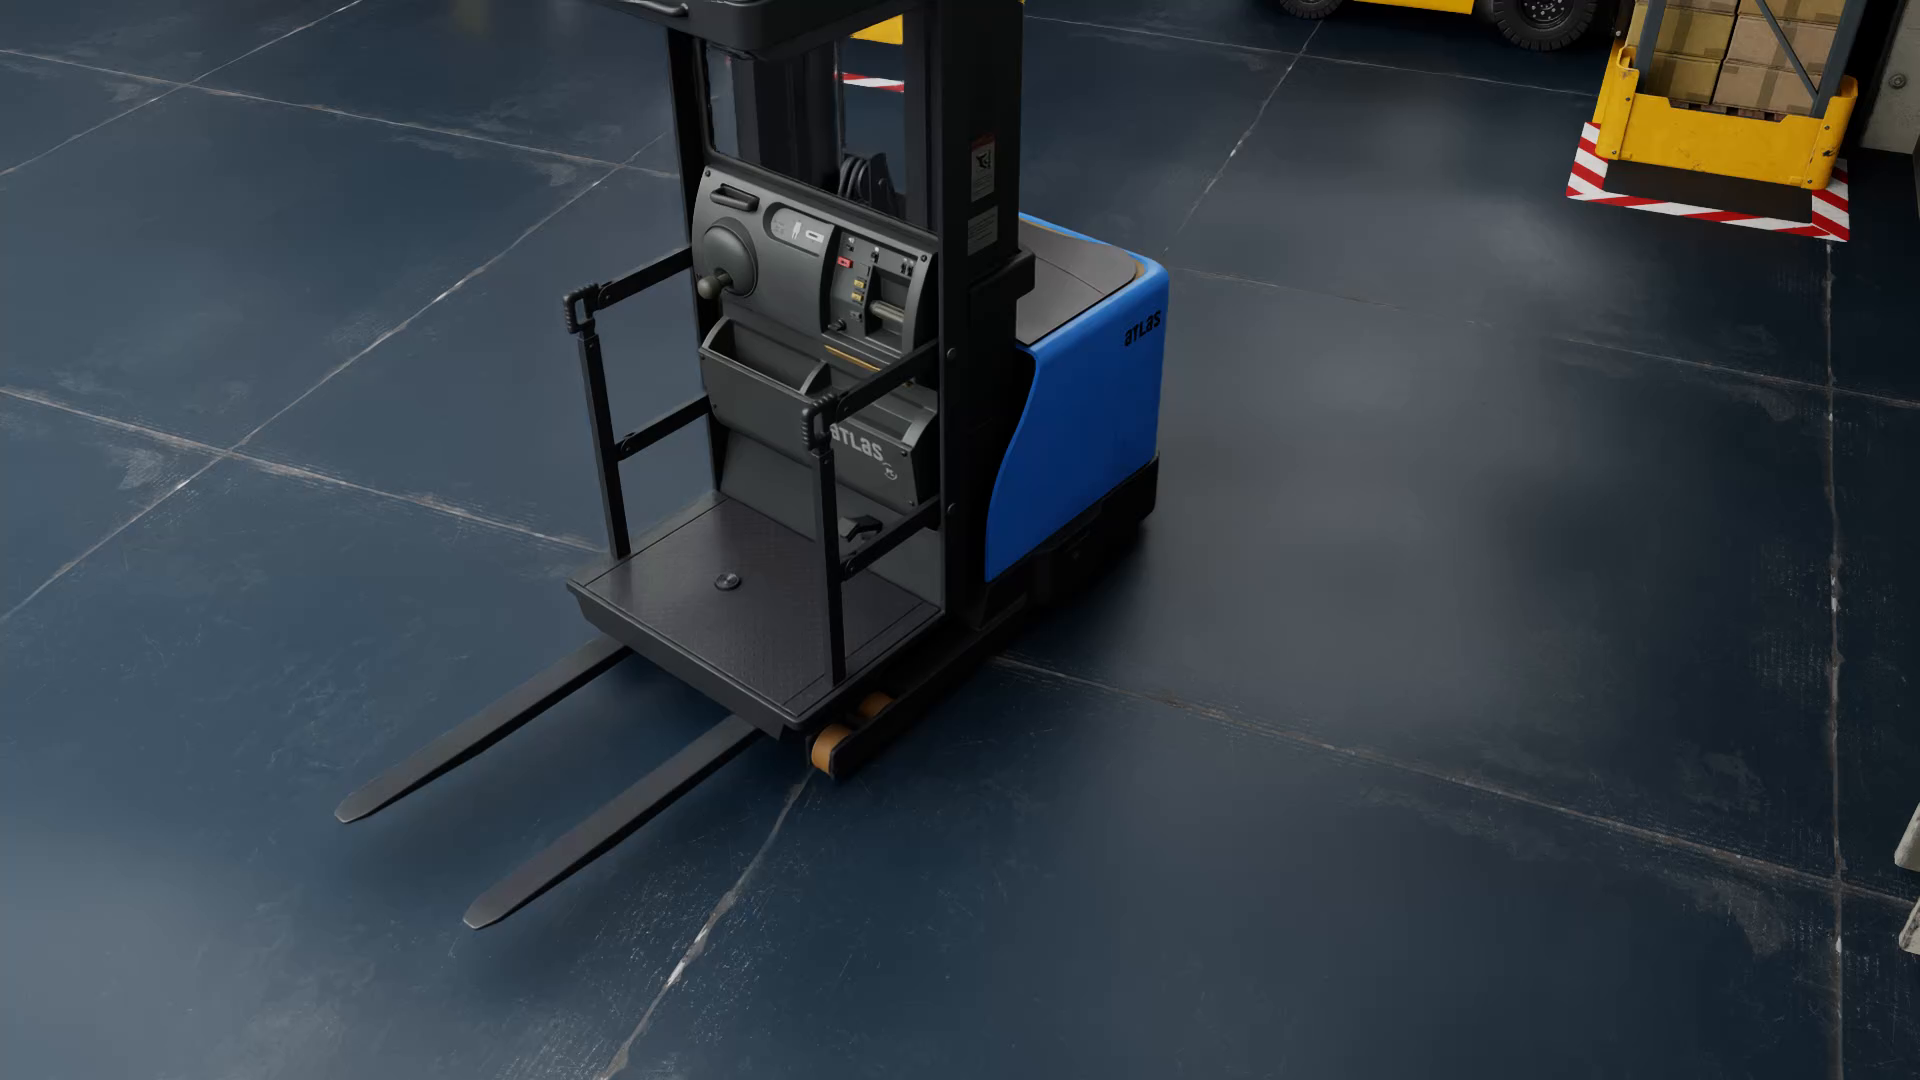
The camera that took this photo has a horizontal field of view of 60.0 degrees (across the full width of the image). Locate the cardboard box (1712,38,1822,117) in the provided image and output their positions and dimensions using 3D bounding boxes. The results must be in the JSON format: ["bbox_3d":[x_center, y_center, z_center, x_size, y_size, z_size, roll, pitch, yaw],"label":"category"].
[{"bbox_3d":[4.429,-2.556,9.110,0.500,0.250,0.500,14,39,18],"label":"cardboard box"}]

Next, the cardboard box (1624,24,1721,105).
[{"bbox_3d":[3.947,-2.661,9.250,0.500,0.250,0.500,14,39,18],"label":"cardboard box"}]

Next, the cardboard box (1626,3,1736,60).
[{"bbox_3d":[3.957,-2.870,9.112,0.500,0.250,0.500,13,39,17],"label":"cardboard box"}]

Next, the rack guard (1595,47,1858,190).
[{"bbox_3d":[4.052,-2.247,8.839,1.175,0.500,0.348,14,39,18],"label":"rack guard"}]

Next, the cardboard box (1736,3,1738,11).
[{"bbox_3d":[4.612,-3.022,9.316,0.500,0.250,0.500,13,39,17],"label":"cardboard box"}]

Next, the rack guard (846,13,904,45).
[{"bbox_3d":[-0.502,-3.431,10.423,1.175,0.500,0.348,14,39,18],"label":"rack guard"}]

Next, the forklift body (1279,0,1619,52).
[{"bbox_3d":[3.095,-4.387,10.323,2.313,2.155,1.214,14,39,18],"label":"forklift body"}]

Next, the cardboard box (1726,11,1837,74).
[{"bbox_3d":[4.432,-2.742,8.941,0.500,0.250,0.500,15,39,19],"label":"cardboard box"}]

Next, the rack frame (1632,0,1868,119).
[{"bbox_3d":[4.061,-3.262,8.108,1.000,3.000,0.127,14,39,18],"label":"rack frame"}]

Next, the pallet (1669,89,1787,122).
[{"bbox_3d":[4.313,-2.578,9.522,1.003,0.211,1.213,14,39,18],"label":"pallet"}]

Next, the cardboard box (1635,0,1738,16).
[{"bbox_3d":[3.948,-3.055,8.943,0.500,0.250,0.500,15,39,19],"label":"cardboard box"}]

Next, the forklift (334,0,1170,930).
[{"bbox_3d":[-0.590,-0.769,4.831,1.130,2.935,3.031,27,44,31],"label":"forklift"}]

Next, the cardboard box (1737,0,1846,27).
[{"bbox_3d":[4.419,-2.952,8.805,0.500,0.250,0.500,13,39,17],"label":"cardboard box"}]
